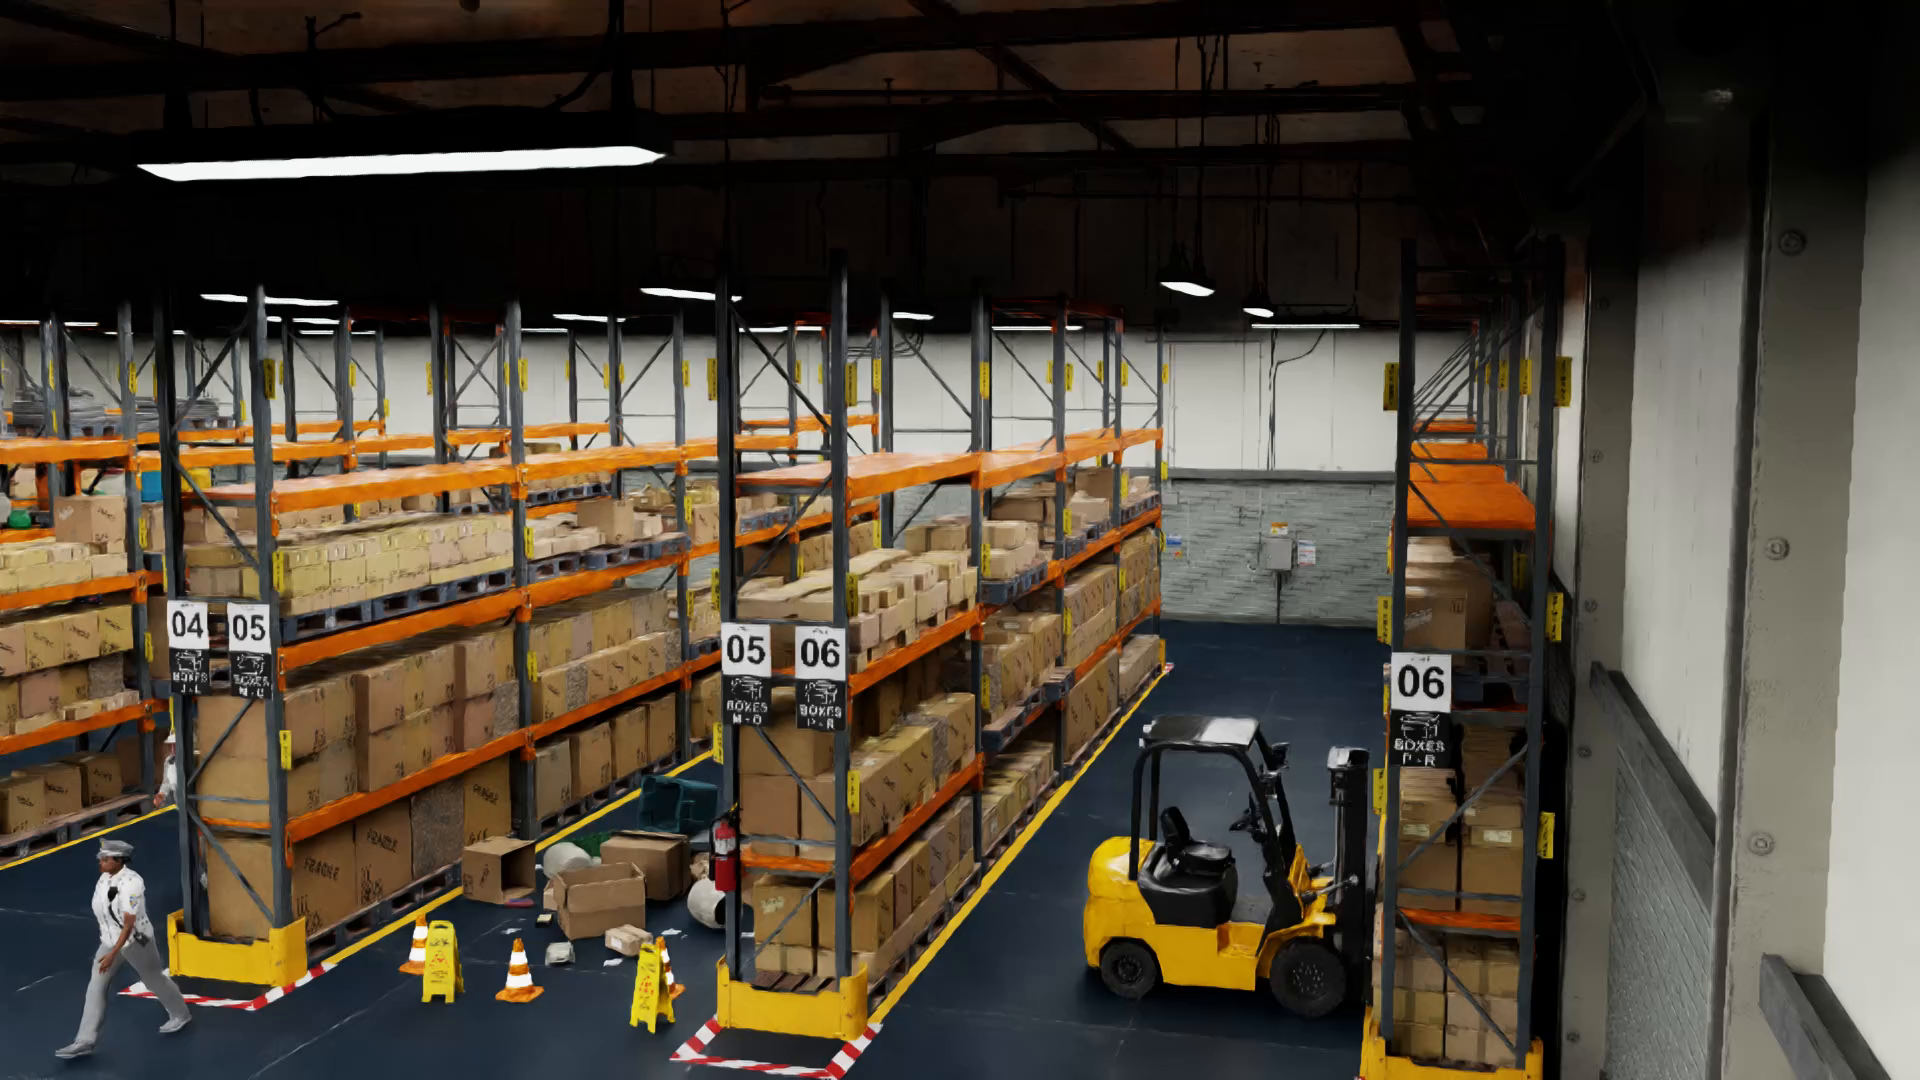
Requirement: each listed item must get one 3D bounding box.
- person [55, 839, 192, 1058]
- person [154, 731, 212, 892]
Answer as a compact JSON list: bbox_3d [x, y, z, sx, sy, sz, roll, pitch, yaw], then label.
[{"bbox_3d":[-6.311,3.021,12.540,0.443,1.623,1.000,3,7,24],"label":"person"},{"bbox_3d":[-7.437,2.620,16.181,0.665,1.702,0.810,2,6,20],"label":"person"}]
